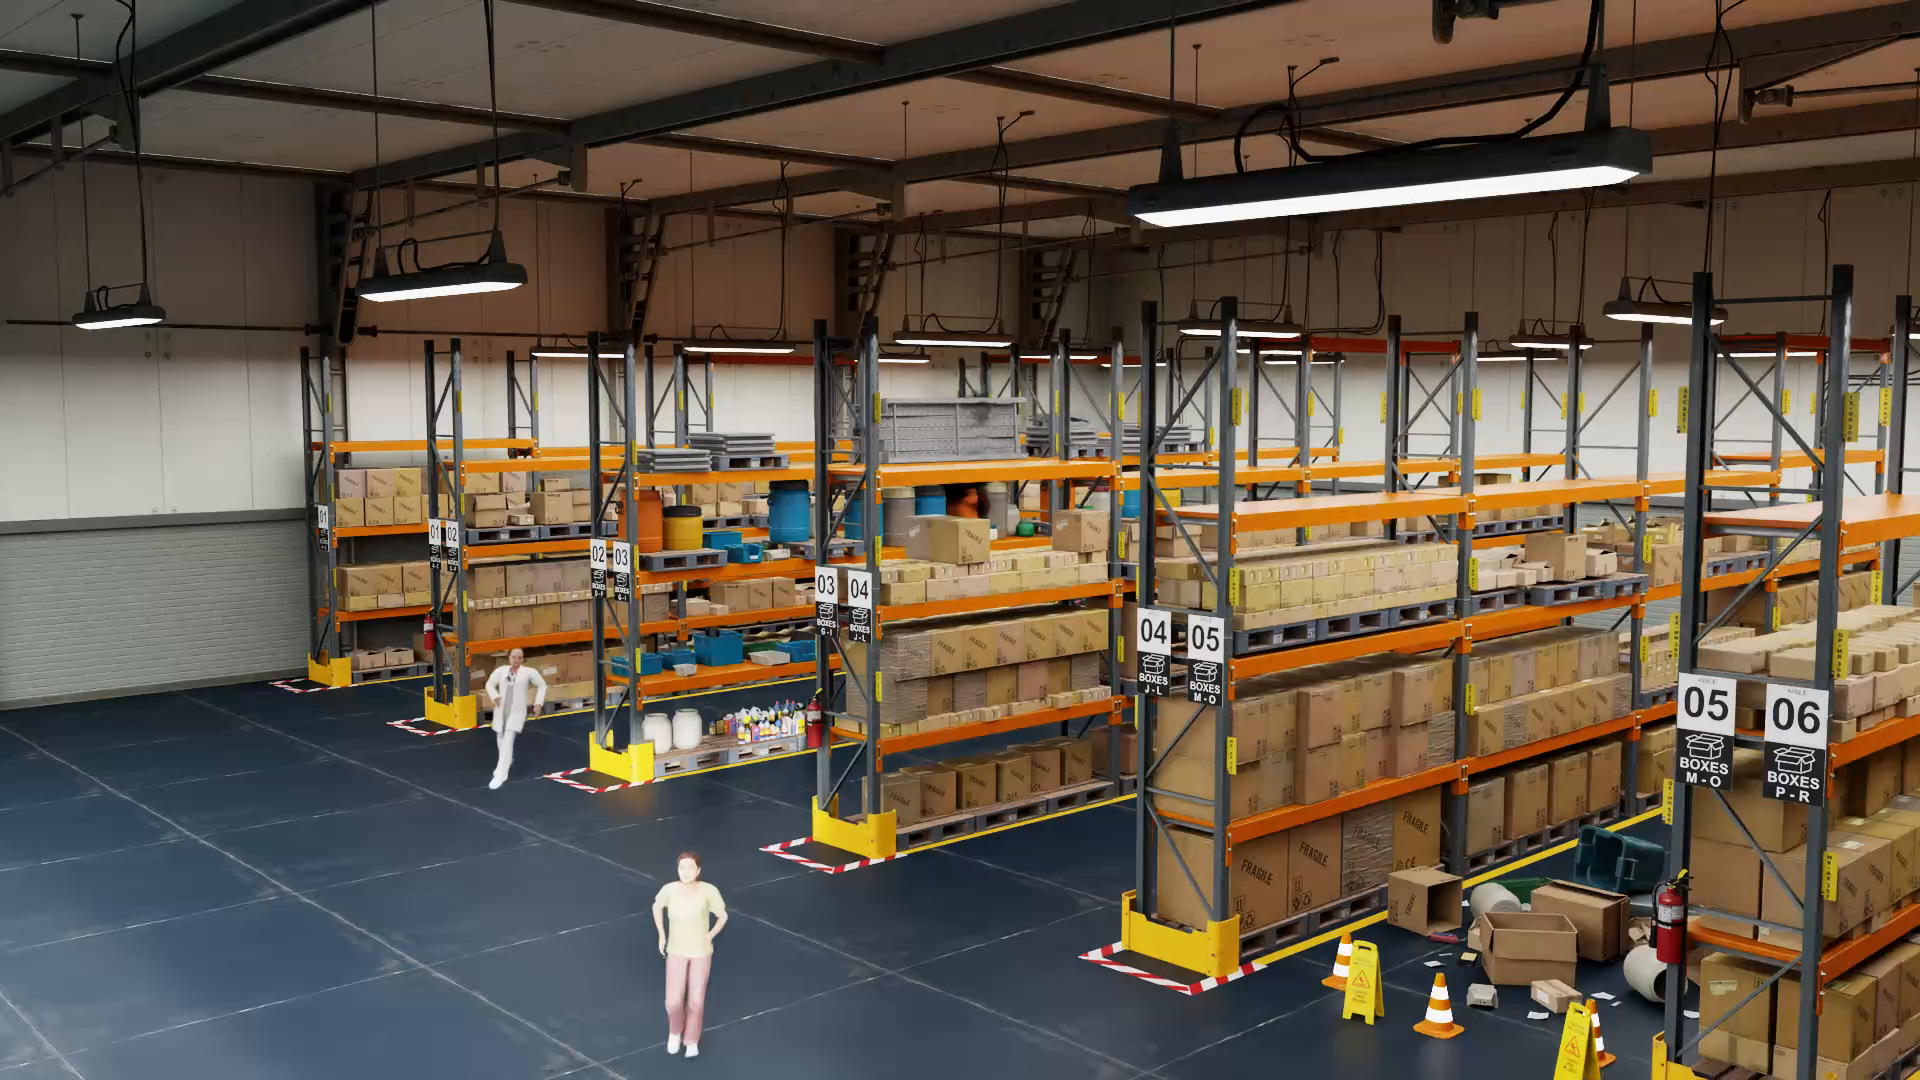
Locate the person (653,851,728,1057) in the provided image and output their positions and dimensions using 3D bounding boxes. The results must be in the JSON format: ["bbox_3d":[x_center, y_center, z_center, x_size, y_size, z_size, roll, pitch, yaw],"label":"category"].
[{"bbox_3d":[-2.089,3.212,12.860,0.587,1.641,0.564,-1,5,-6],"label":"person"}]

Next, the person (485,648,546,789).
[{"bbox_3d":[-5.932,2.339,22.101,0.770,1.775,0.930,0,5,6],"label":"person"}]
